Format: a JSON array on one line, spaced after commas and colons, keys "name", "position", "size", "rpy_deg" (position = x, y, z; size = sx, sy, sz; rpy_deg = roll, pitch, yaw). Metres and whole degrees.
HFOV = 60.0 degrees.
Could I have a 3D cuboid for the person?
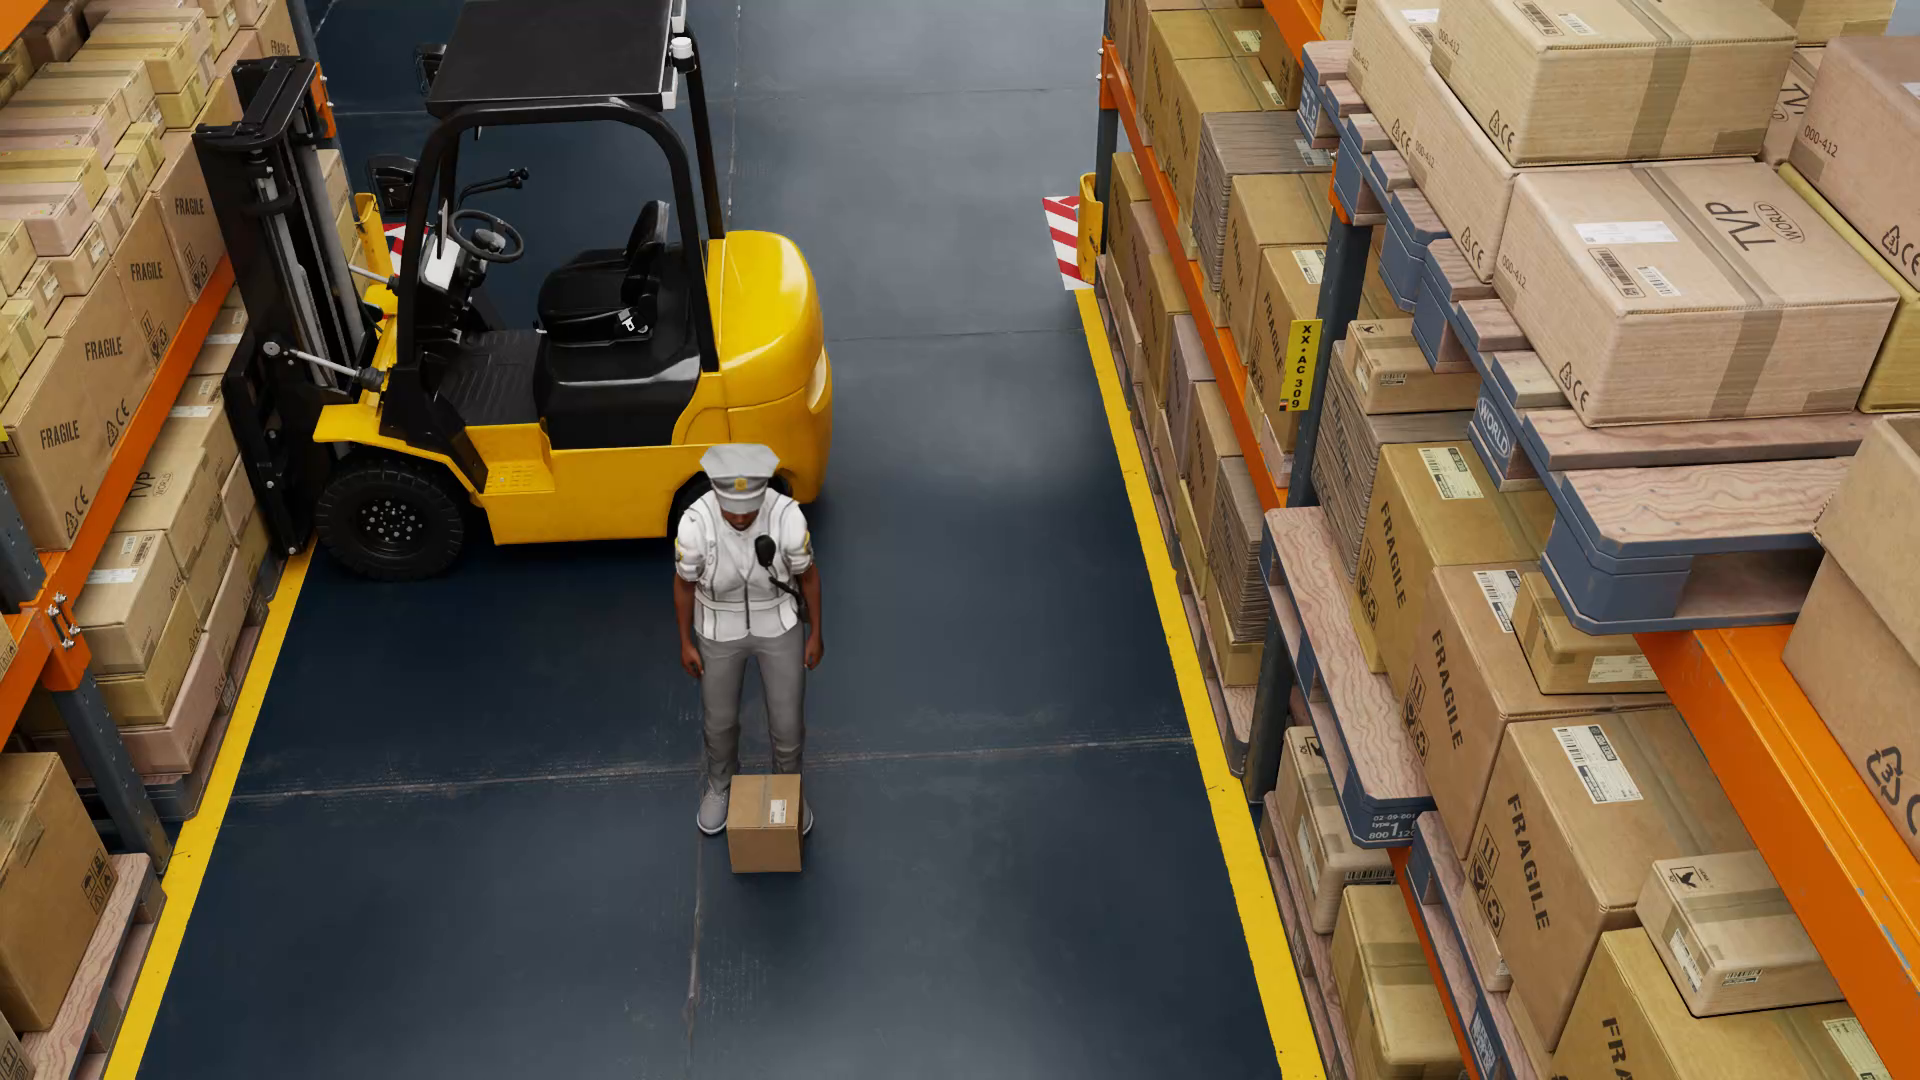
[{"name": "person", "position": [-0.728, 0.341, 5.741], "size": [0.517, 1.657, 0.417], "rpy_deg": [-4, 40, -5]}]
